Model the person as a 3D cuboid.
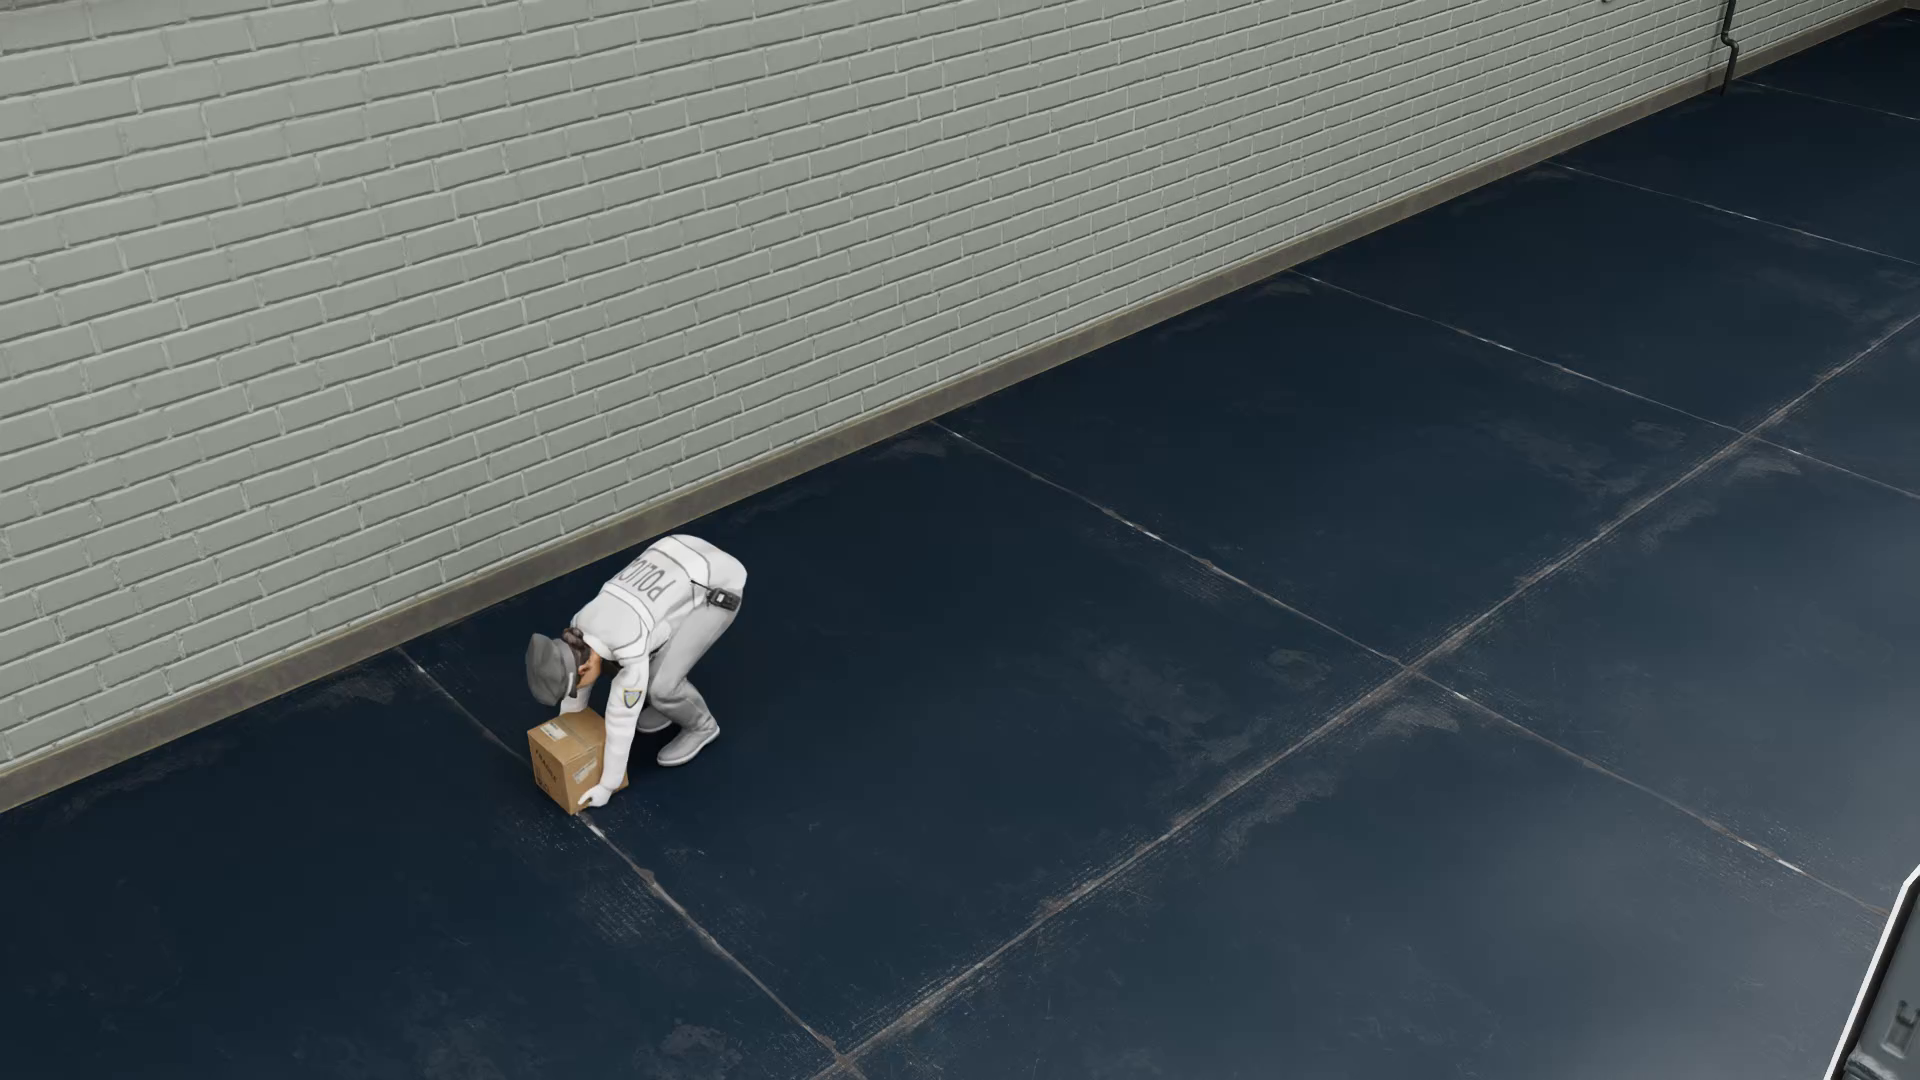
[{"bbox_3d":[-1.189,0.474,6.206,0.454,0.823,0.897,28,41,37],"label":"person"}]
